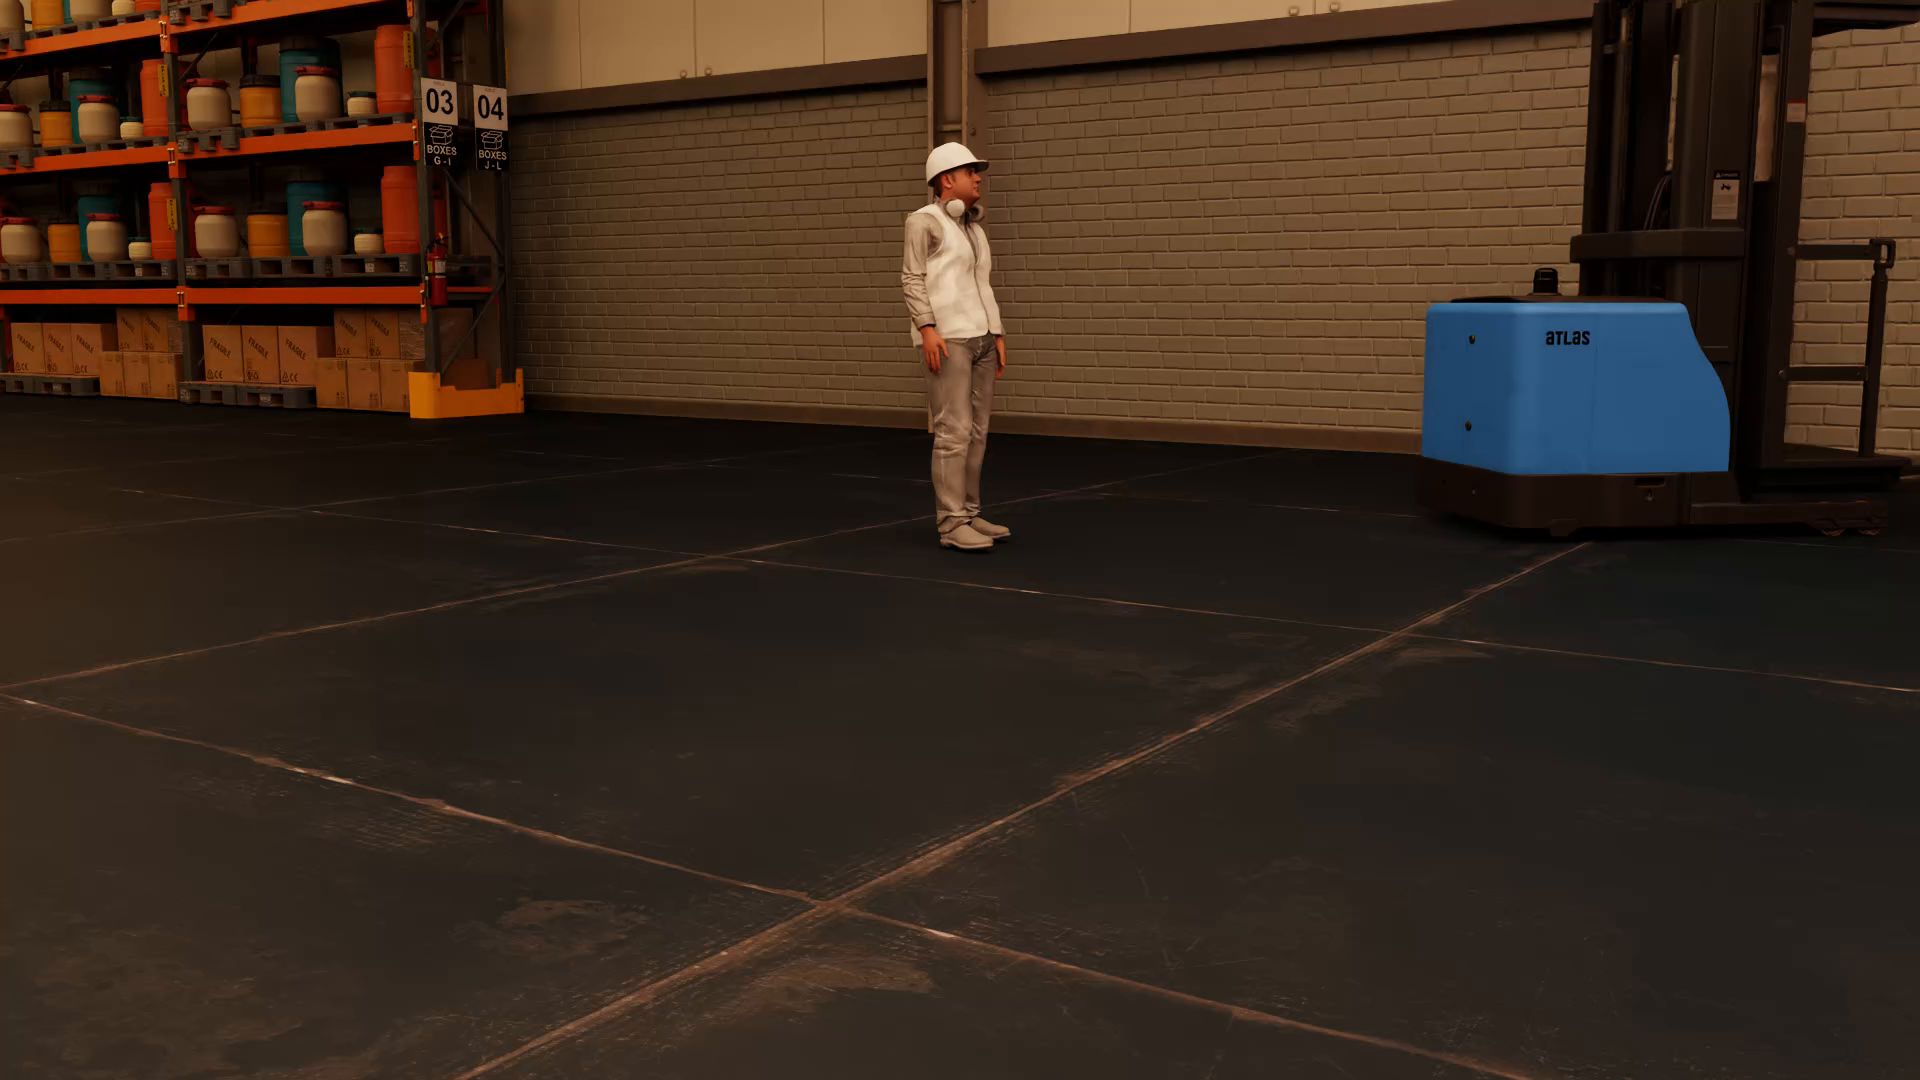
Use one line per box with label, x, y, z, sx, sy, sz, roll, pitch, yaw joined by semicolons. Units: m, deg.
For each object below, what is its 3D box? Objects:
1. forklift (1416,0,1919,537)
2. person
forklift;3.866;-1.539;8.015;3.031;2.935;1.130;-1;8;-10
person;0.047;-0.880;7.437;0.568;1.774;0.633;5;10;34
